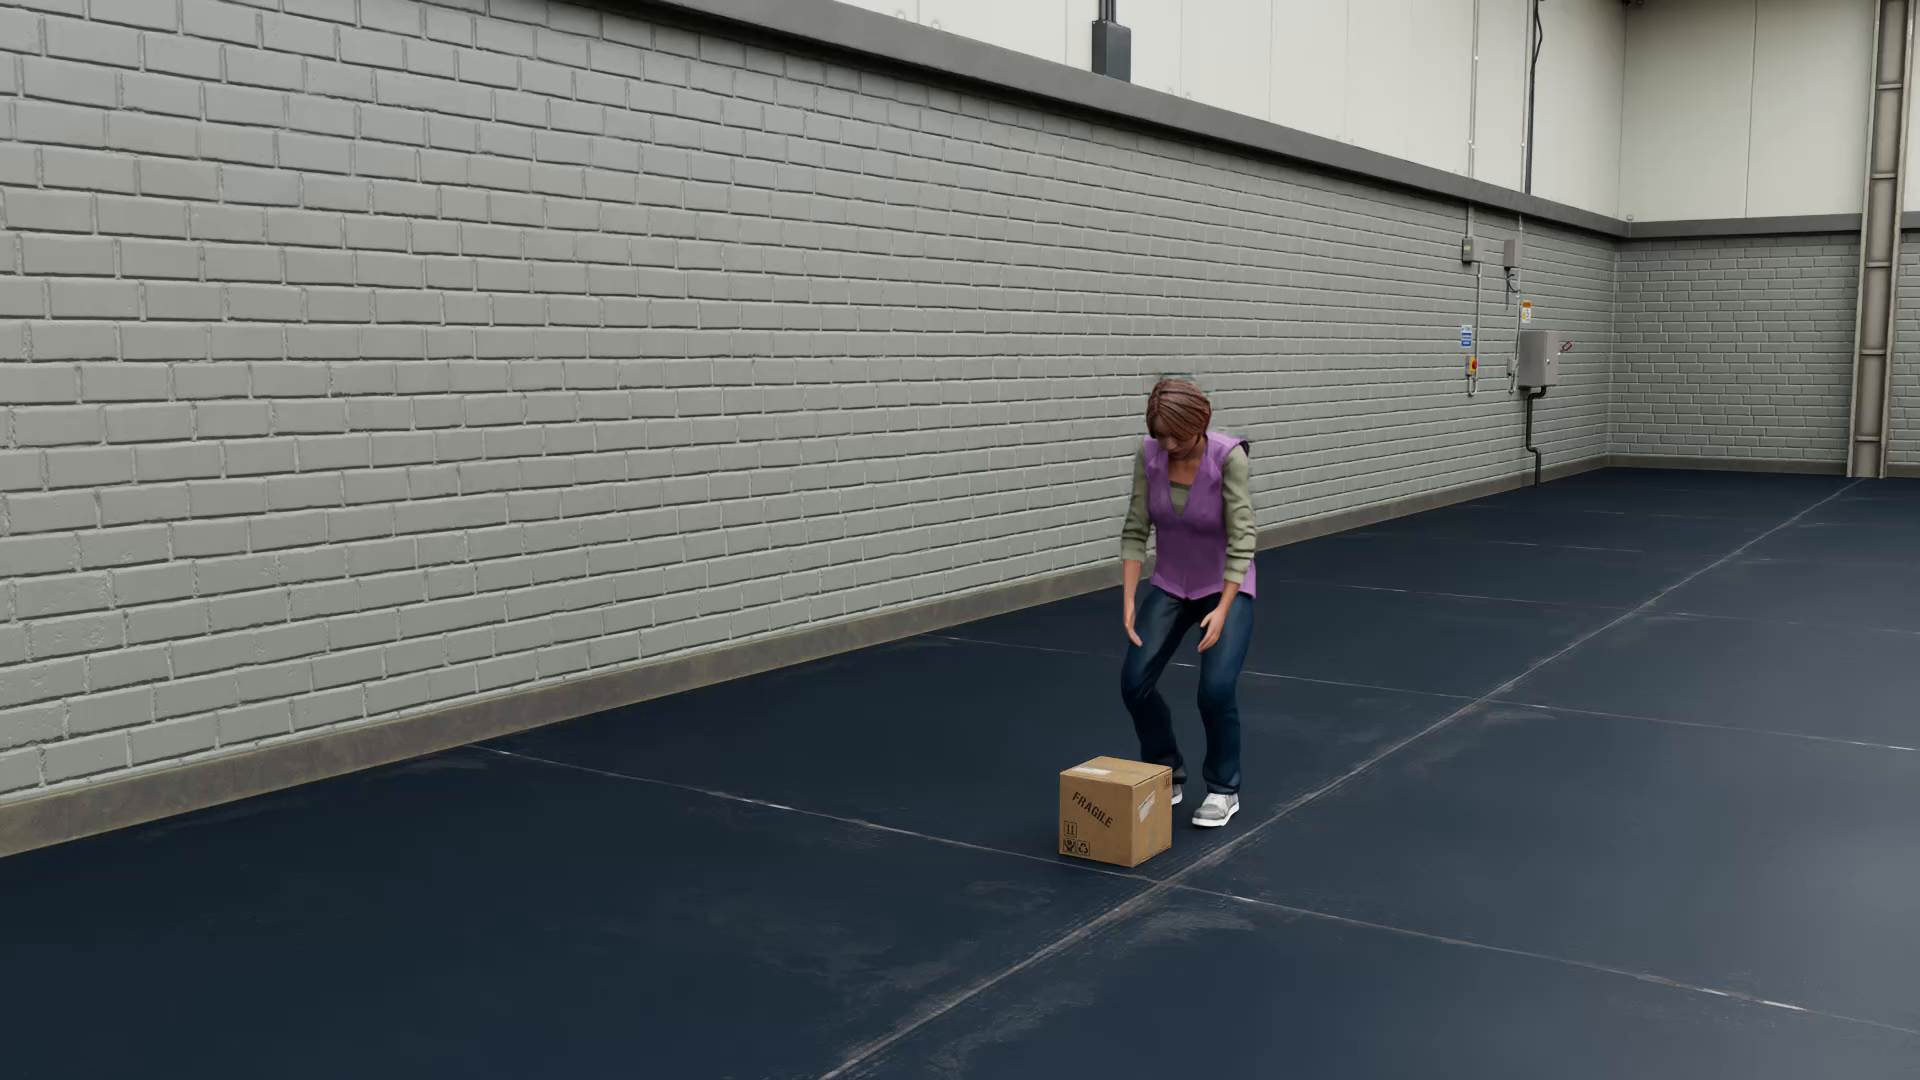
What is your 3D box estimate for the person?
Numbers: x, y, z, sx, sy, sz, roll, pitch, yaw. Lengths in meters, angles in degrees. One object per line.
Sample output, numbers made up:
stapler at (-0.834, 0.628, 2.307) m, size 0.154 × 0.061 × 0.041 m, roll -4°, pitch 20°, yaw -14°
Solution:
person at (0.749, 0.204, 5.288) m, size 0.456 × 1.408 × 0.560 m, roll 4°, pitch 8°, yaw 34°
